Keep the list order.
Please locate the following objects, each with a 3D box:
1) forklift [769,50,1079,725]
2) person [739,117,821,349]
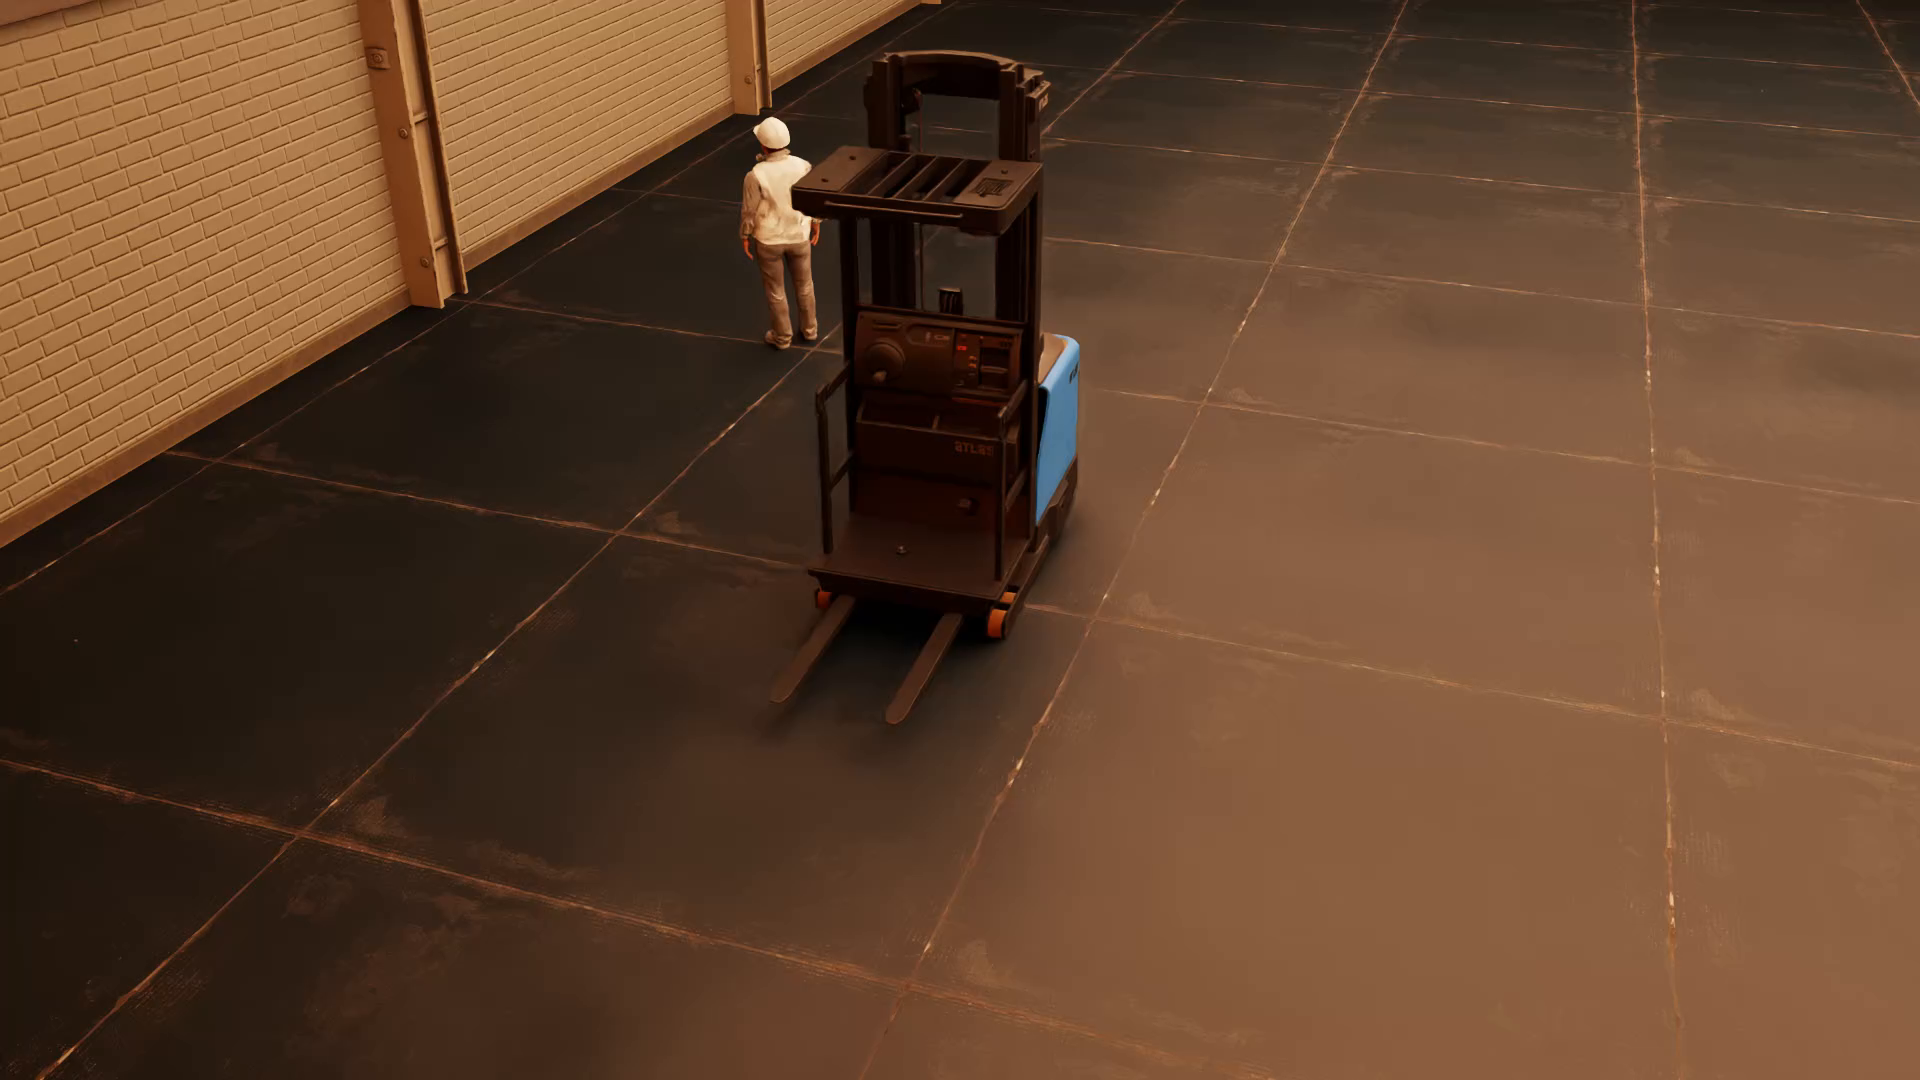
[{"bbox_3d":[-0.183,-0.949,8.801,1.130,2.935,3.031,9,31,15],"label":"forklift"},{"bbox_3d":[-1.337,-2.272,12.282,0.622,1.777,0.554,-11,32,-19],"label":"person"}]
